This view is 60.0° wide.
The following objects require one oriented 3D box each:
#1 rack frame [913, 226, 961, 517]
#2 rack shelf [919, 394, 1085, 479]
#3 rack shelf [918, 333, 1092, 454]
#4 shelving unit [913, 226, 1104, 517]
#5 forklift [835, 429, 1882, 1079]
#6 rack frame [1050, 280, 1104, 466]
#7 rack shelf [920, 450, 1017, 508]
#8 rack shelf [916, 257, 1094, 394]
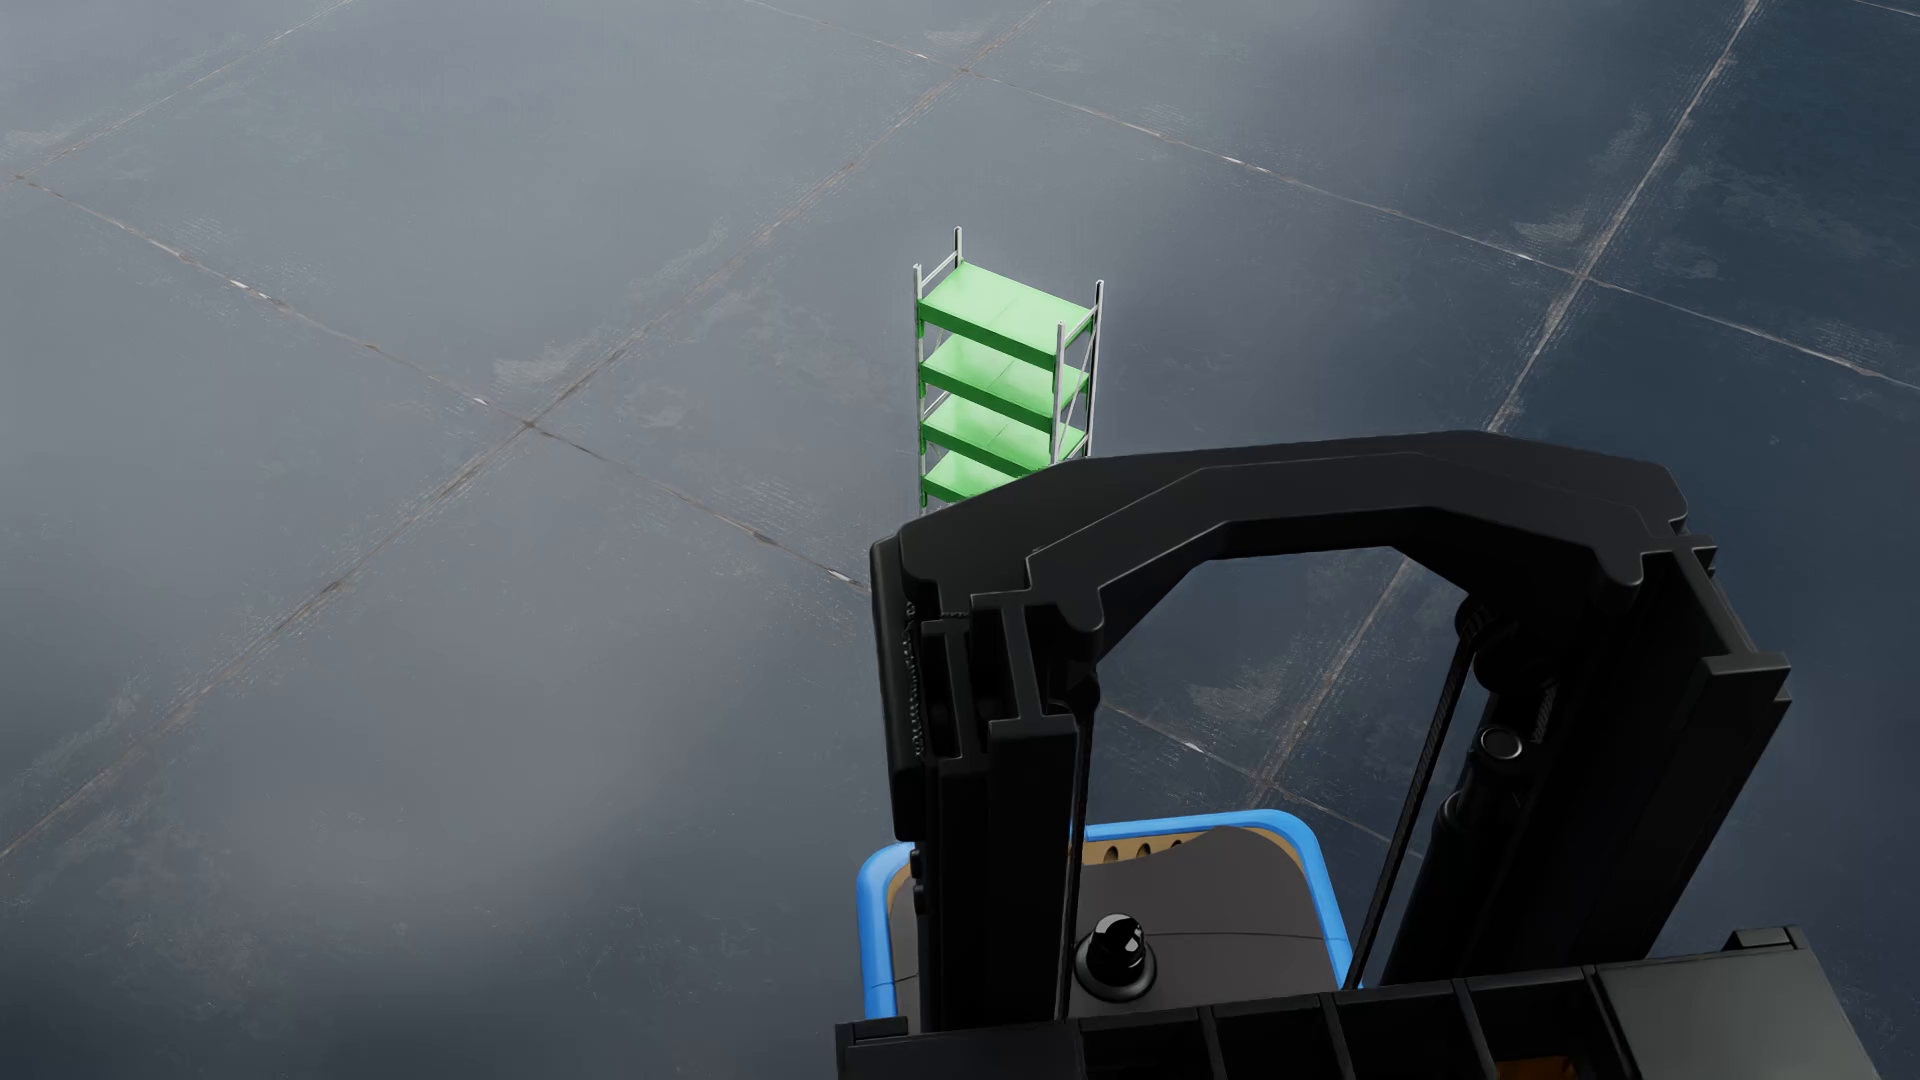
[{"bbox_3d":[-0.066,-0.449,5.349,0.015,1.200,0.240,25,51,22],"label":"rack frame"},{"bbox_3d":[0.139,-0.310,5.303,0.480,0.148,0.258,25,51,22],"label":"rack shelf"},{"bbox_3d":[0.139,-0.477,5.131,0.480,0.148,0.258,25,51,22],"label":"rack shelf"},{"bbox_3d":[0.139,-0.354,5.257,0.503,1.200,0.258,25,51,22],"label":"shelving unit"},{"bbox_3d":[0.438,1.407,2.339,1.130,2.935,3.031,-5,46,-4],"label":"forklift"},{"bbox_3d":[0.345,-0.260,5.166,0.015,1.200,0.240,25,51,22],"label":"rack frame"},{"bbox_3d":[0.139,-0.142,5.475,0.480,0.148,0.258,25,51,22],"label":"rack shelf"},{"bbox_3d":[0.139,-0.644,4.959,0.480,0.148,0.258,25,51,22],"label":"rack shelf"}]
